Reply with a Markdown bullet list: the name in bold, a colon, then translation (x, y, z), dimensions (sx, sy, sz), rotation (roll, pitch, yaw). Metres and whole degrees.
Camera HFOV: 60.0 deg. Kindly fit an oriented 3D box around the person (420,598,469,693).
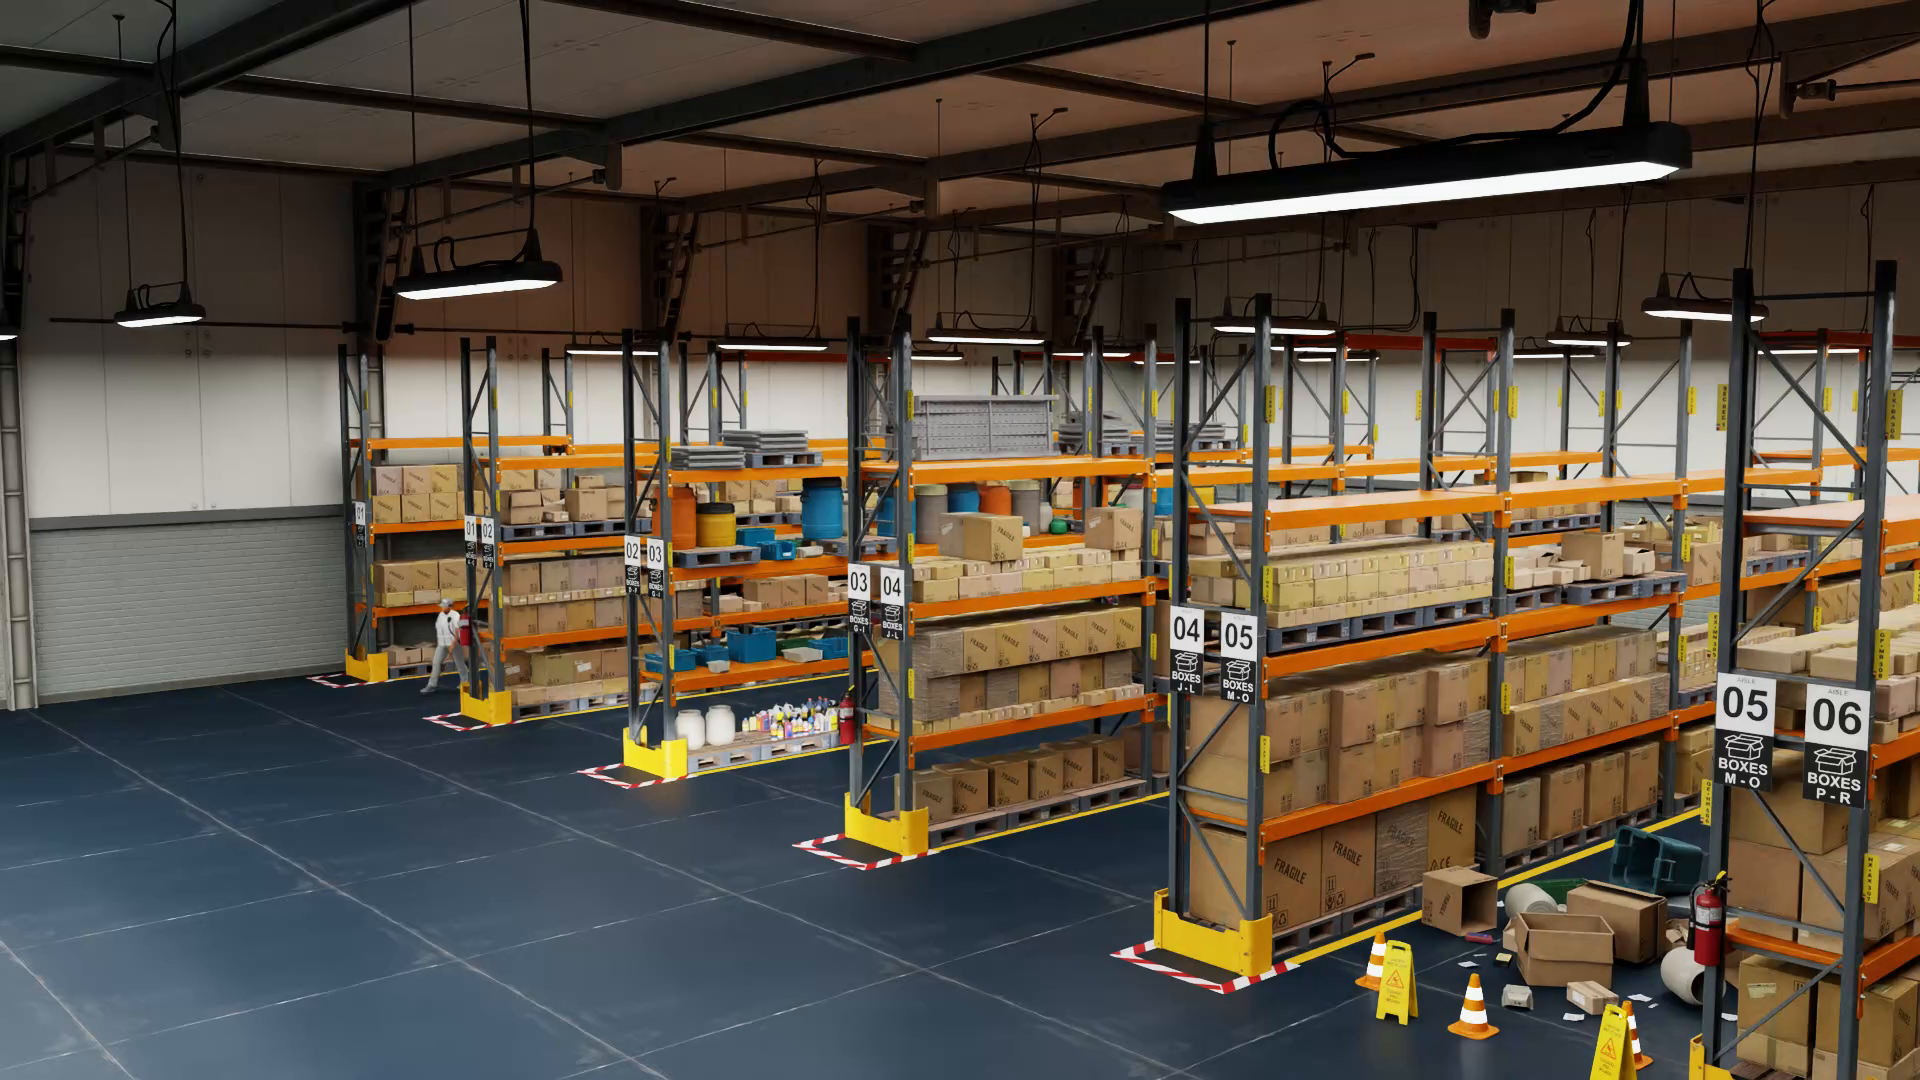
- **person**: translation (-8.801, 1.788, 28.489), dimensions (0.524, 1.607, 0.983), rotation (1, 5, 13)
